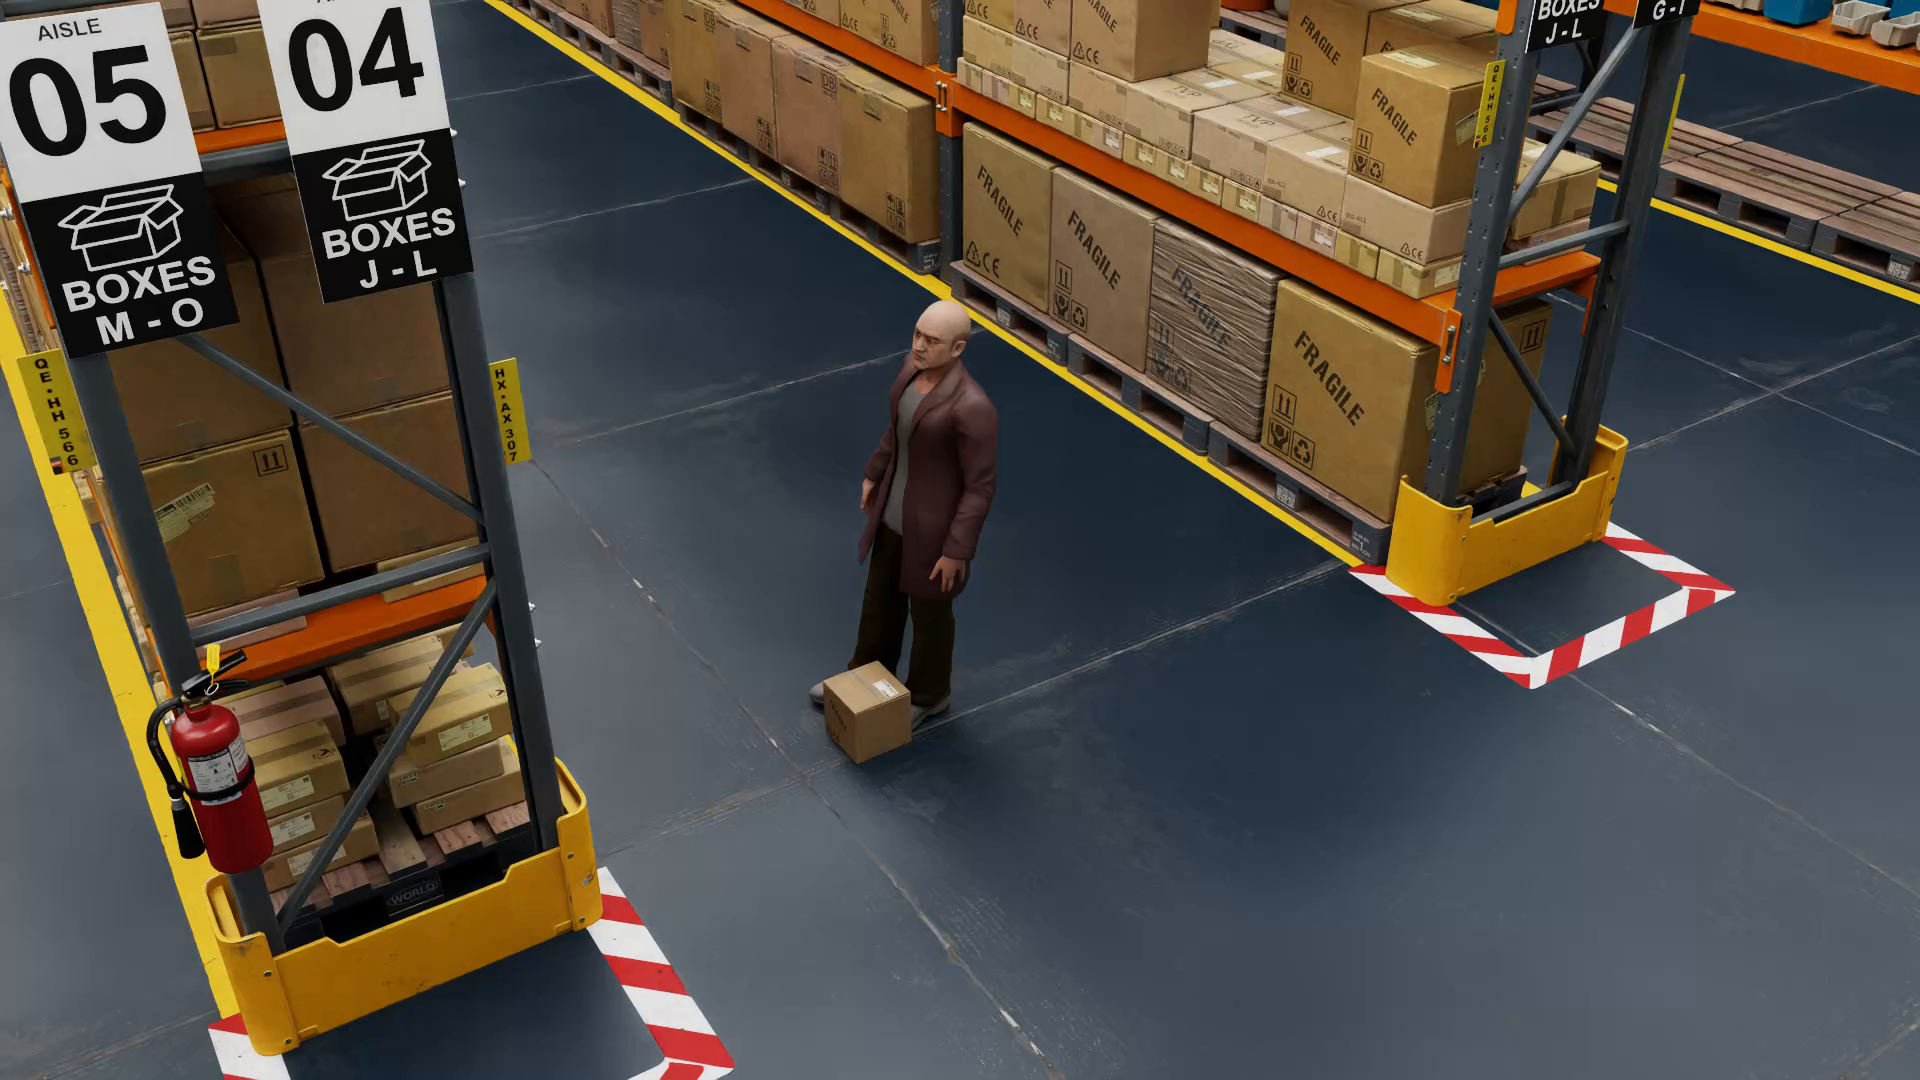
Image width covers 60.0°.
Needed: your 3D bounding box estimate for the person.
[{"bbox_3d":[-0.215,-0.047,6.210,0.582,1.775,0.694,-19,37,-27],"label":"person"}]
